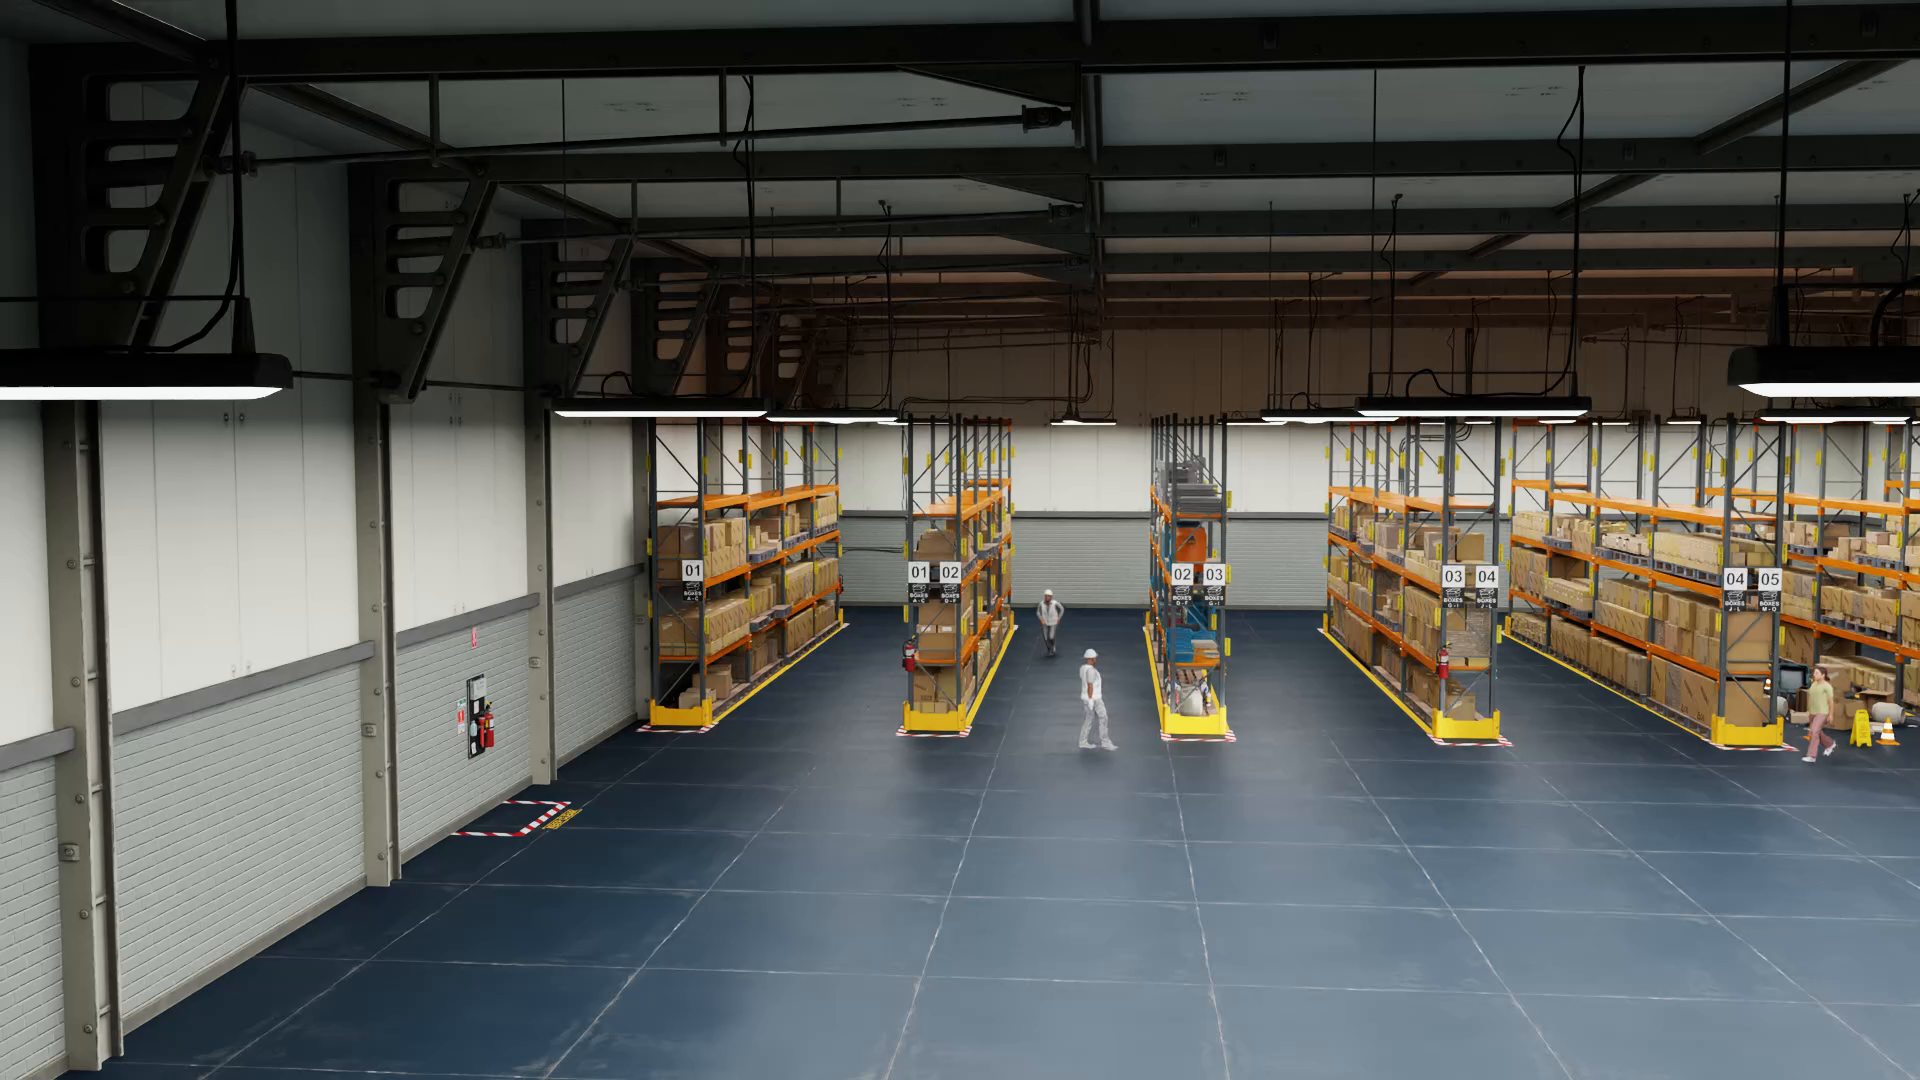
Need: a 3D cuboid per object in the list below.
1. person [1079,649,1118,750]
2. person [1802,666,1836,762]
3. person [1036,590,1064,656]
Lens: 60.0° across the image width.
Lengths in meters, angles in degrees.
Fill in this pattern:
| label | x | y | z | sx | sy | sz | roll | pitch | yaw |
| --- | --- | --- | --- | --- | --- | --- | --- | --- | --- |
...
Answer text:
| label | x | y | z | sx | sy | sz | roll | pitch | yaw |
| --- | --- | --- | --- | --- | --- | --- | --- | --- | --- |
| person | 2.453 | 2.837 | 29.689 | 0.663 | 1.788 | 0.574 | -1 | 4 | -15 |
| person | 14.786 | 2.975 | 28.511 | 0.920 | 1.634 | 0.447 | -2 | 4 | -23 |
| person | 2.266 | 2.075 | 41.696 | 0.690 | 1.687 | 0.723 | 1 | 4 | 15 |
